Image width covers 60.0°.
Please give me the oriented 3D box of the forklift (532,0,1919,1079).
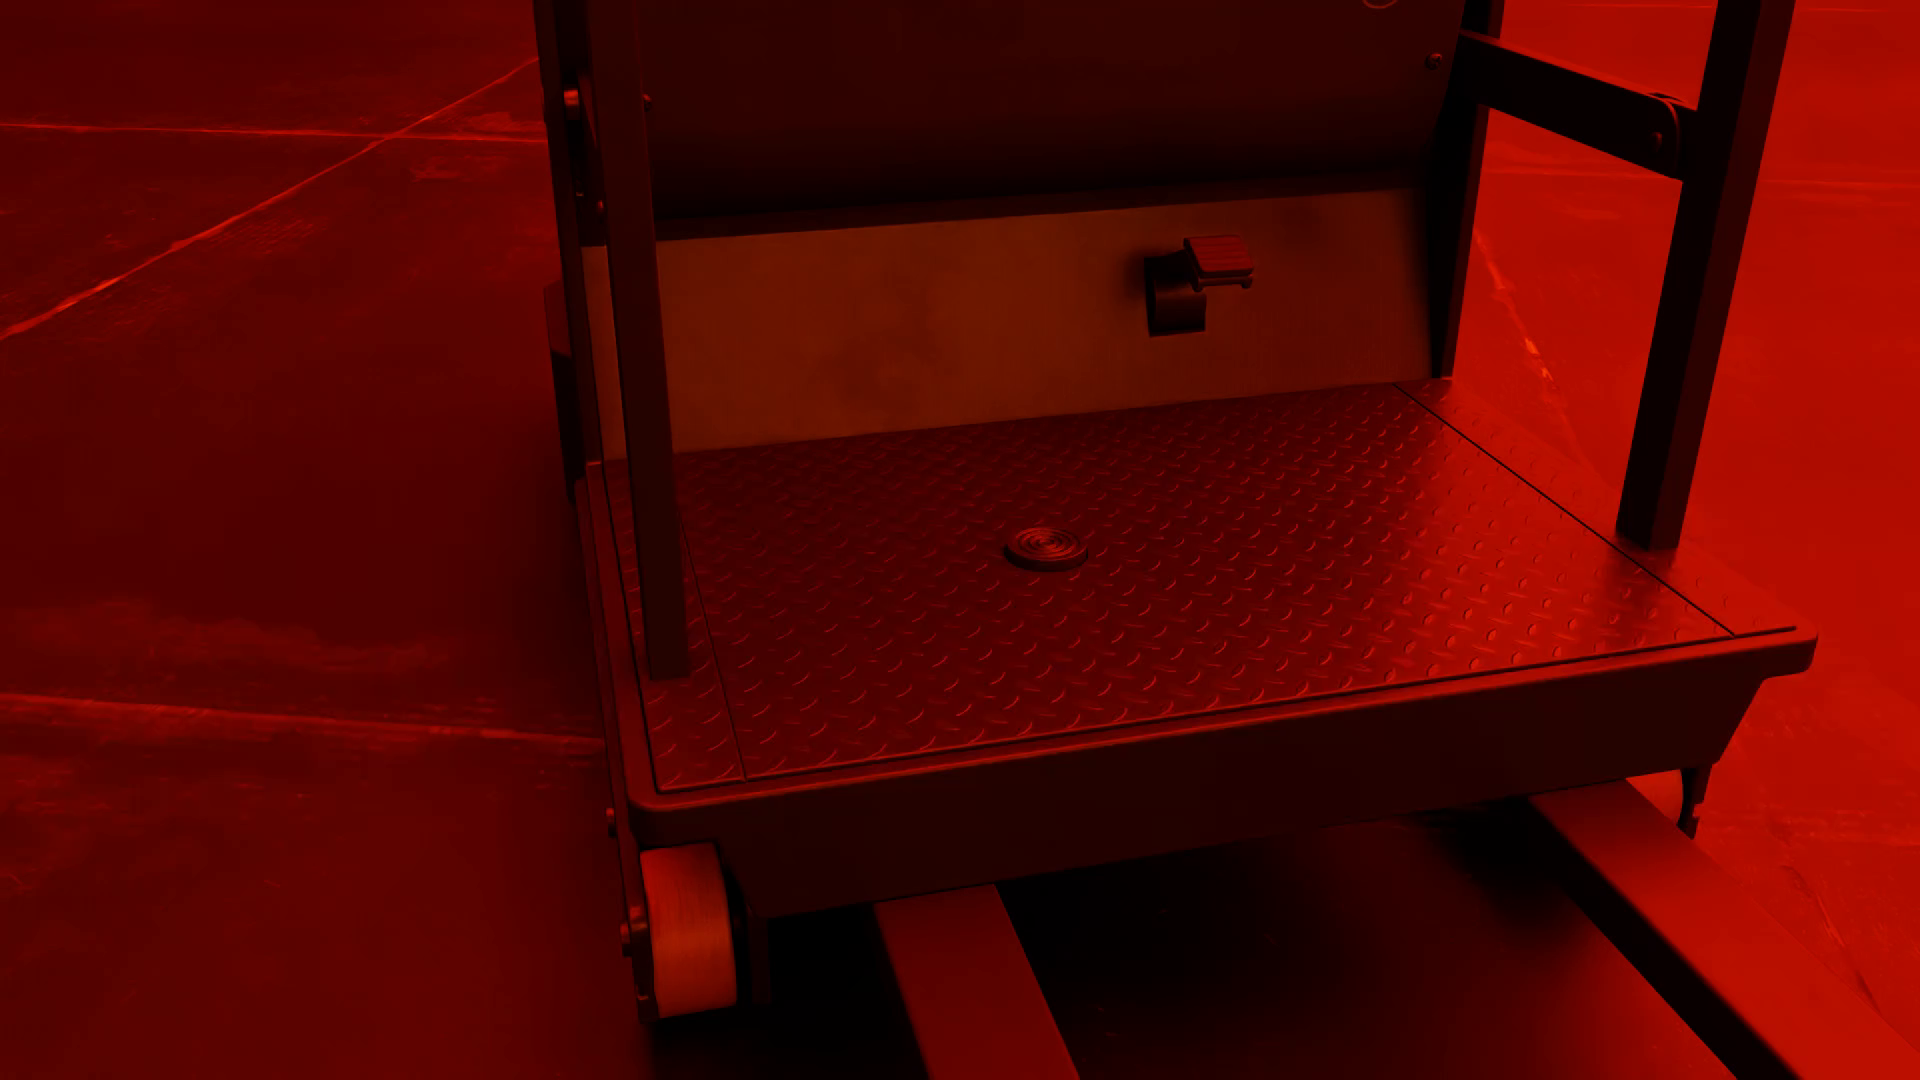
[{"bbox_3d":[0.153,-1.049,1.319,1.130,2.935,3.031,-7,27,-13],"label":"forklift"}]
